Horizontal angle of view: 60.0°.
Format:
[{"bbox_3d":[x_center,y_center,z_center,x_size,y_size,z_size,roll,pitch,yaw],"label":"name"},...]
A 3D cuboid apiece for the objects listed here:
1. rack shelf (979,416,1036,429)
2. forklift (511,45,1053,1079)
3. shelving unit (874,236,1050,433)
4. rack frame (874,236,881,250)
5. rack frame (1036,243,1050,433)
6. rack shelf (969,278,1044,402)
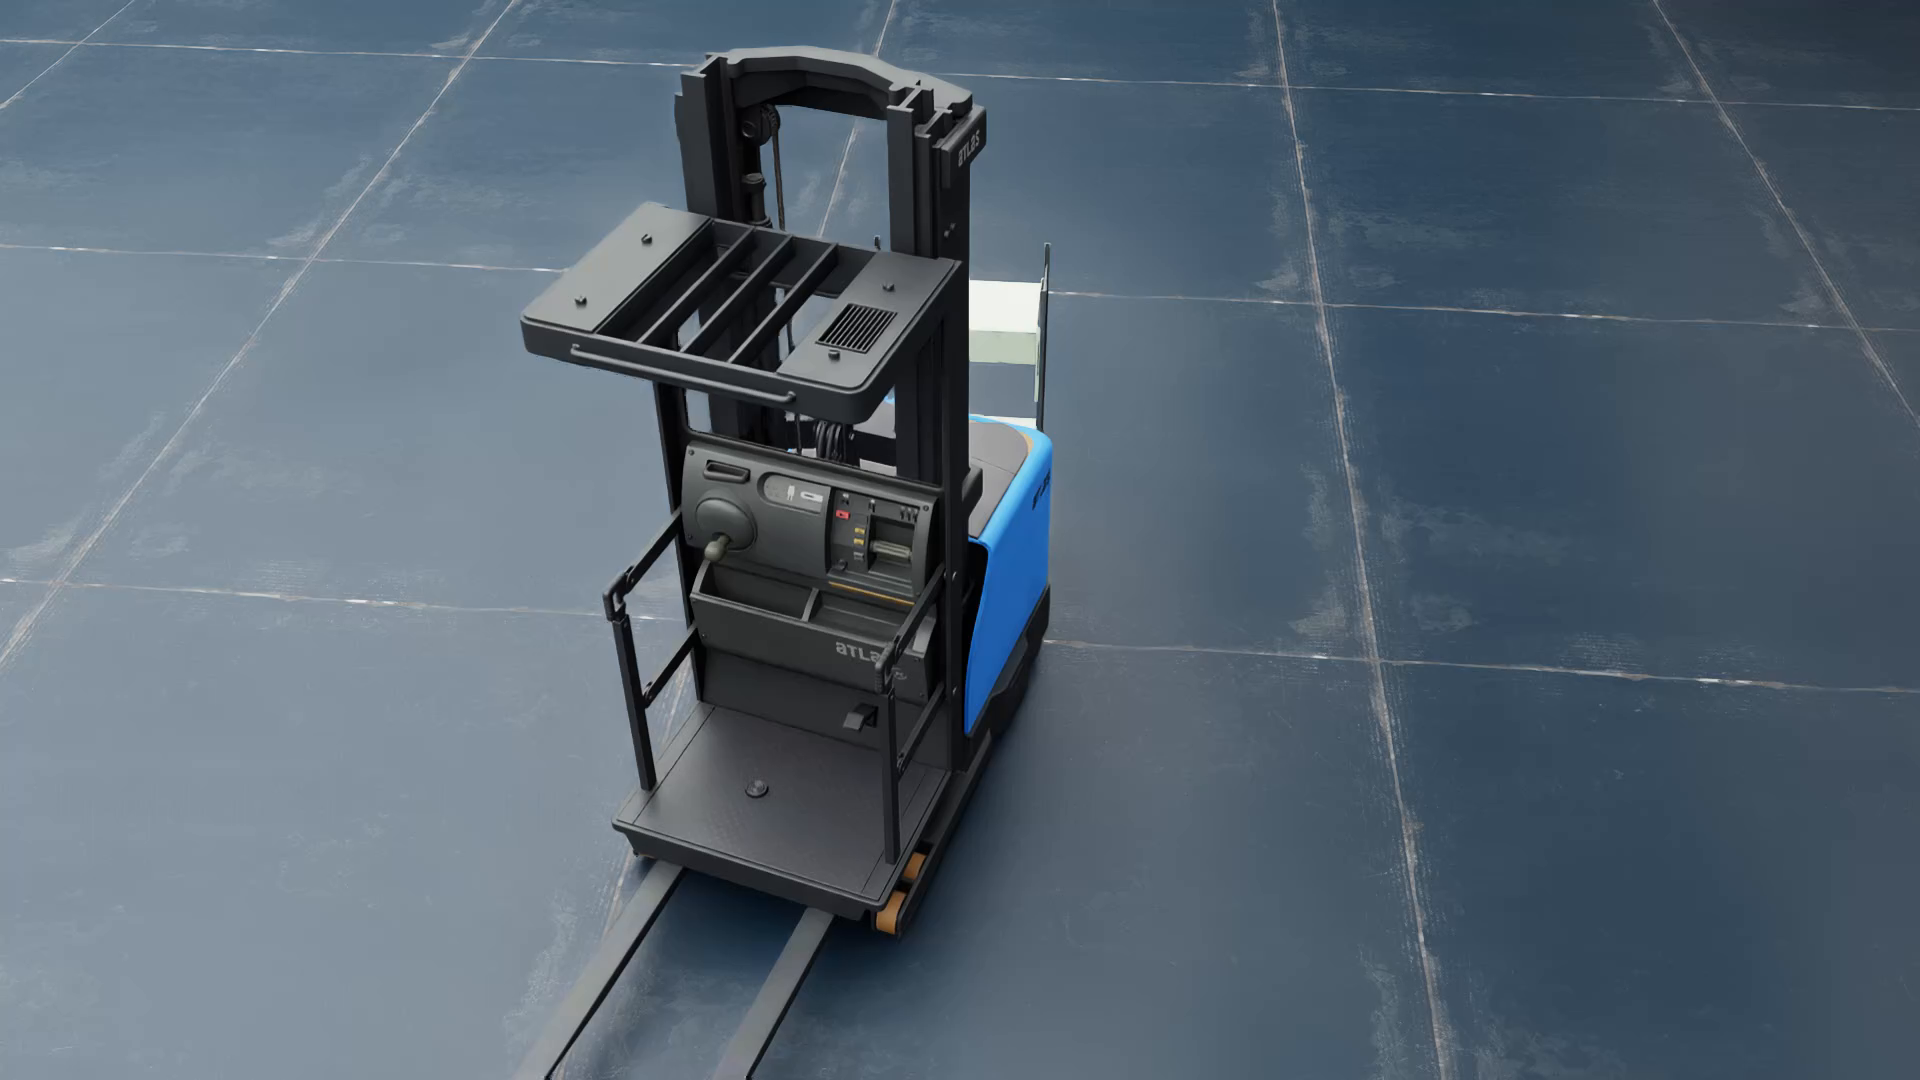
[{"bbox_3d":[-0.007,-0.329,7.653,0.720,0.370,0.431,3,39,4],"label":"rack shelf"},{"bbox_3d":[-0.608,0.015,5.581,1.130,2.935,3.031,14,41,16],"label":"forklift"},{"bbox_3d":[-0.007,-0.582,7.447,0.755,1.500,0.431,3,39,4],"label":"shelving unit"},{"bbox_3d":[-0.371,-0.602,7.472,0.023,1.500,0.400,3,39,4],"label":"rack frame"},{"bbox_3d":[0.358,-0.562,7.423,0.023,1.500,0.400,3,39,4],"label":"rack frame"},{"bbox_3d":[-0.007,-0.885,7.201,0.720,0.370,0.431,3,39,4],"label":"rack shelf"}]
